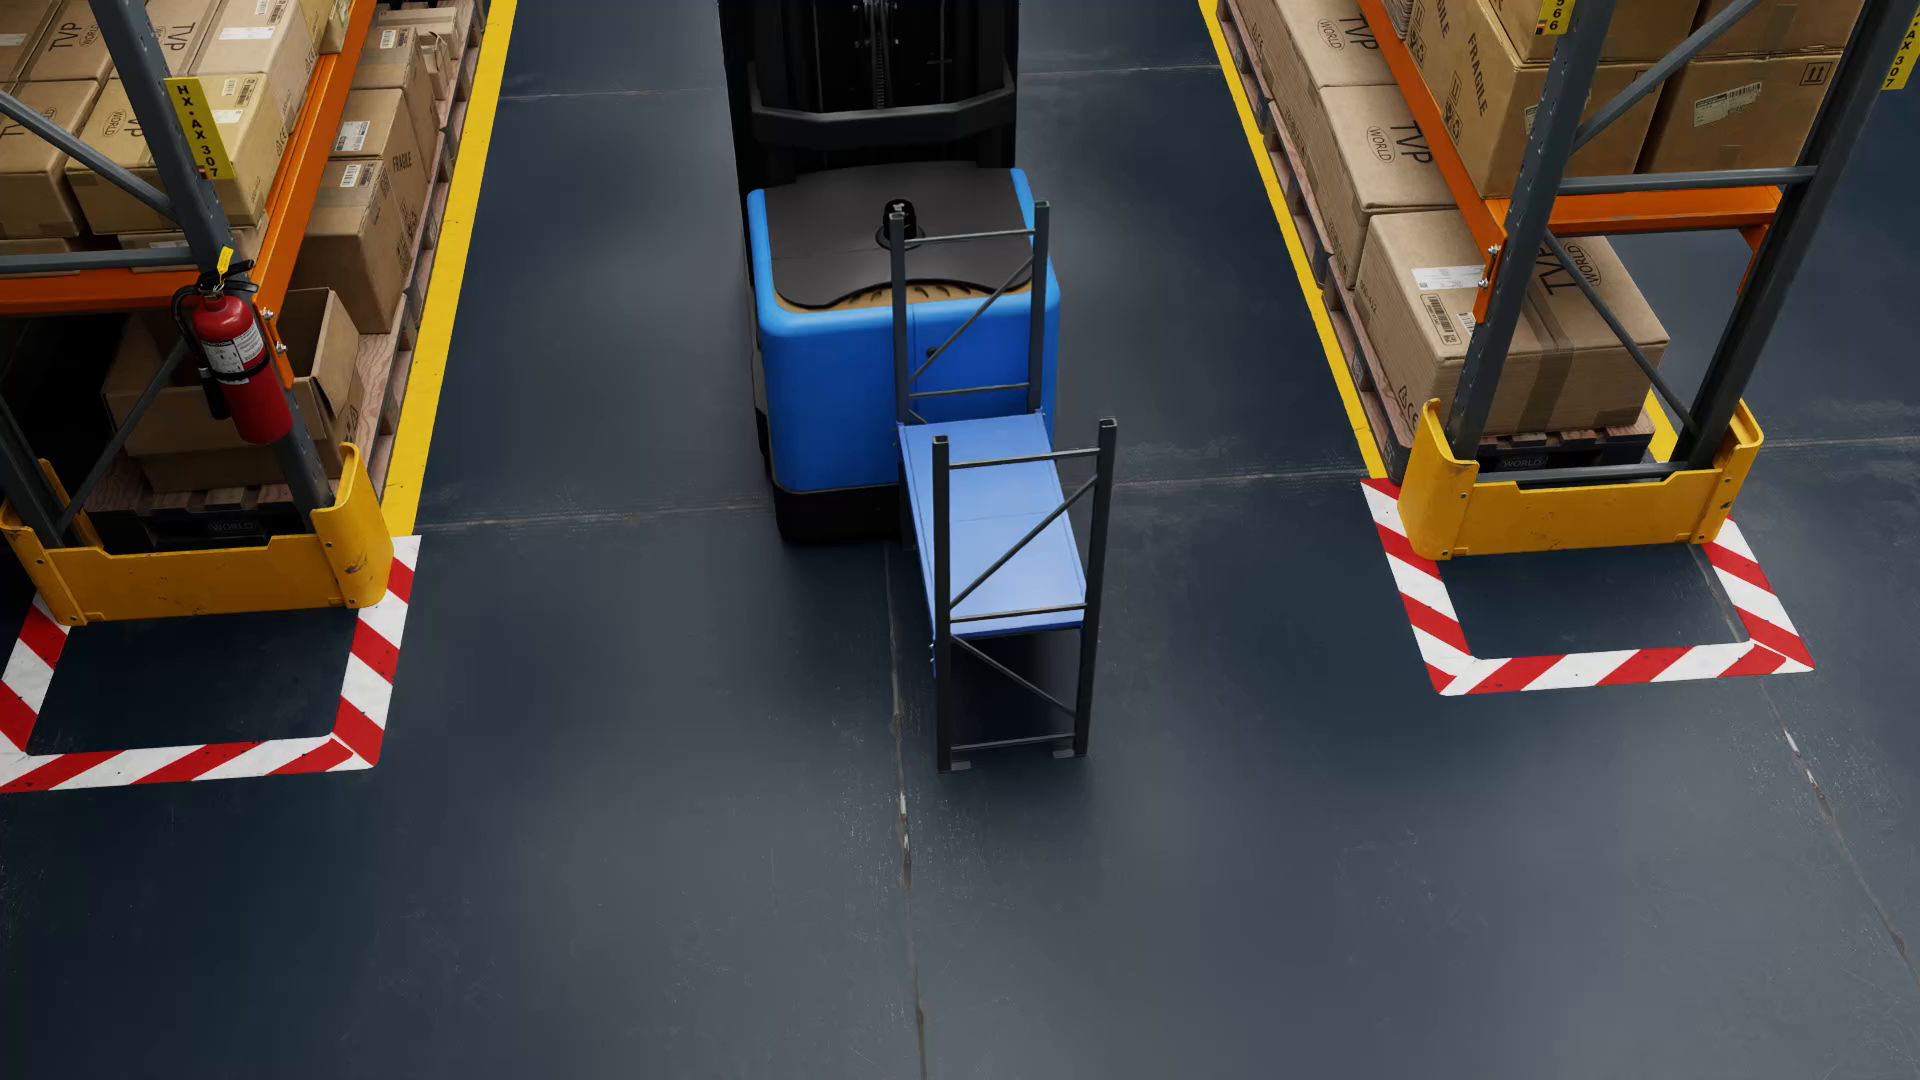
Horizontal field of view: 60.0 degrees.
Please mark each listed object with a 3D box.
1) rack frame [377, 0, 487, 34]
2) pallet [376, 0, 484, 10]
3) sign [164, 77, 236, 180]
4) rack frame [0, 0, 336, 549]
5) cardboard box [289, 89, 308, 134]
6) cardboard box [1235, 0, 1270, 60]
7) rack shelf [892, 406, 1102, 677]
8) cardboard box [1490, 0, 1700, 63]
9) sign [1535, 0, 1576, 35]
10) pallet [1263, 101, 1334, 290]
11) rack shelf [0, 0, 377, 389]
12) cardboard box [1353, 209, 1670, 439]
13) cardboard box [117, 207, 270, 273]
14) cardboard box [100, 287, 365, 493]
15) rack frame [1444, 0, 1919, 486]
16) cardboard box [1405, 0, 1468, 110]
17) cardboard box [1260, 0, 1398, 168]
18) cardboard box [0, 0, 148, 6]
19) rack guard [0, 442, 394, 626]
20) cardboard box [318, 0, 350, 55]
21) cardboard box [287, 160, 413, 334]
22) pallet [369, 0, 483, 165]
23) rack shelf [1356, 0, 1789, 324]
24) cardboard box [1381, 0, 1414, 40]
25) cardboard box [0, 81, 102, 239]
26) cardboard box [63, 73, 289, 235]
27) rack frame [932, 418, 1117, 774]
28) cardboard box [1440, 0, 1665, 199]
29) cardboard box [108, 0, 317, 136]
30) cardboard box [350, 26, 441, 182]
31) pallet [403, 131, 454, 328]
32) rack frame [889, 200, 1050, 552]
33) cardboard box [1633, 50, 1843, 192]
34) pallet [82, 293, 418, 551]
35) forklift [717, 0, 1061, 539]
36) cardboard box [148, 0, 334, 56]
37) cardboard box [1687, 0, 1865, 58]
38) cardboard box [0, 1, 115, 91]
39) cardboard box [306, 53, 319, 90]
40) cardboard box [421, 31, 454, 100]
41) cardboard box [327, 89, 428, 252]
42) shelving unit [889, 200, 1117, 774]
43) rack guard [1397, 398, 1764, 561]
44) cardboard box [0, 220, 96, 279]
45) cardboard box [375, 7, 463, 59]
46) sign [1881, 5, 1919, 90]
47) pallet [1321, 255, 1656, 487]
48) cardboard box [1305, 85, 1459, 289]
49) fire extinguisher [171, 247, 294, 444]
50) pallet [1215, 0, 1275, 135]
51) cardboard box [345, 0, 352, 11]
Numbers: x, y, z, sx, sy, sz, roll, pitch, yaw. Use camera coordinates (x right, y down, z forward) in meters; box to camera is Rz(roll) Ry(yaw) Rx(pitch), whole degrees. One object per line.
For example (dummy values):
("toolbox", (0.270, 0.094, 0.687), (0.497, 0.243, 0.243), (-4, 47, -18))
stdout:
("rack frame", (-3.017, -3.718, 7.705), (1.000, 3.000, 0.127), (-3, 47, -3))
("pallet", (-3.123, -3.345, 9.273), (1.003, 0.211, 1.213), (-3, 47, -3))
("sign", (-2.141, -1.155, 4.681), (0.100, 0.325, 0.005), (-3, 47, -3))
("rack frame", (-2.682, -0.824, 4.964), (1.000, 3.000, 0.127), (-3, 47, -3))
("cardboard box", (-2.520, -1.548, 5.823), (0.380, 0.149, 0.250), (-2, 47, -2))
("cardboard box", (1.875, -2.825, 8.335), (0.875, 0.438, 0.875), (-4, 47, -4))
("rack shelf", (0.102, -0.019, 5.483), (0.538, 0.185, 1.000), (-6, 47, -6))
("cardboard box", (1.986, -1.841, 5.170), (0.500, 0.500, 0.500), (-2, 47, -2))
("sign", (1.722, -1.585, 4.725), (0.100, 0.325, 0.005), (-3, 47, -3))
("pallet", (2.020, -1.624, 7.643), (1.003, 0.211, 1.213), (-3, 47, -3))
("rack shelf", (-2.850, -2.024, 6.596), (1.077, 0.370, 4.000), (-3, 47, -3))
("cardboard box", (2.109, -0.863, 6.477), (0.875, 0.438, 0.875), (-5, 47, -5))
("cardboard box", (-2.436, -0.992, 5.297), (0.380, 0.149, 0.250), (-4, 47, -4))
("cardboard box", (-2.639, -0.558, 6.143), (0.797, 0.503, 0.637), (-5, 47, -5))
("rack frame", (2.264, -1.128, 5.253), (1.000, 3.000, 0.127), (-3, 47, -3))
("cardboard box", (1.933, -1.860, 5.876), (0.500, 0.500, 0.500), (-4, 47, -4))
("cardboard box", (1.950, -2.177, 7.721), (0.875, 0.438, 0.875), (-5, 47, -4))
("cardboard box", (-3.064, -1.923, 5.904), (0.500, 0.250, 0.500), (-2, 47, -2))
("rack guard", (-2.688, -0.019, 5.924), (1.175, 0.500, 0.348), (-3, 47, -3))
("cardboard box", (-2.495, -1.927, 6.182), (0.380, 0.149, 0.250), (-5, 47, -4))
("cardboard box", (-2.672, -1.178, 6.732), (0.700, 0.500, 0.500), (-2, 47, -2))
("pallet", (-2.960, -2.262, 8.247), (1.003, 0.211, 1.213), (-3, 47, -3))
("rack shelf", (2.096, -2.328, 6.884), (1.077, 0.370, 4.000), (-3, 47, -3))
("cardboard box", (1.880, -2.231, 6.228), (0.500, 0.500, 0.500), (-2, 47, -2))
("cardboard box", (-2.985, -1.191, 5.211), (0.500, 0.250, 0.500), (-2, 47, -2))
("cardboard box", (-2.452, -1.219, 5.237), (0.500, 0.250, 0.500), (-3, 47, -3))
("rack frame", (0.174, 0.223, 5.006), (0.500, 1.500, 0.032), (-6, 47, -6))
("cardboard box", (1.960, -1.496, 5.532), (0.500, 0.500, 0.500), (-3, 47, -3))
("cardboard box", (-2.494, -1.584, 5.583), (0.500, 0.250, 0.500), (-3, 47, -3))
("cardboard box", (-2.759, -1.929, 7.443), (0.700, 0.500, 0.500), (-5, 47, -5))
("pallet", (-2.855, -1.377, 7.409), (1.003, 0.211, 1.213), (-3, 47, -3))
("rack frame", (0.030, -0.508, 5.698), (0.500, 1.500, 0.032), (-6, 47, -6))
("cardboard box", (2.510, -1.527, 5.562), (0.500, 0.500, 0.500), (-4, 47, -4))
("pallet", (-2.756, -0.497, 6.575), (1.003, 0.211, 1.213), (-3, 47, -3))
("forklift", (-0.364, -2.092, 6.213), (1.130, 2.935, 3.031), (-6, 47, -6))
("cardboard box", (-2.540, -1.951, 5.930), (0.500, 0.250, 0.500), (-4, 47, -4))
("cardboard box", (2.507, -1.871, 5.199), (0.500, 0.500, 0.500), (-4, 47, -4))
("cardboard box", (-3.027, -1.564, 5.564), (0.500, 0.250, 0.500), (-3, 47, -3))
("cardboard box", (-2.548, -1.740, 6.005), (0.380, 0.149, 0.250), (-3, 47, -3))
("cardboard box", (-2.648, -2.279, 7.936), (0.396, 0.266, 0.258), (-2, 47, -2))
("cardboard box", (-2.616, -1.566, 7.100), (0.500, 0.500, 0.500), (-3, 47, -3))
("shelving unit", (0.102, -0.142, 5.352), (0.538, 1.500, 1.048), (-6, 47, -6))
("rack guard", (2.266, -0.251, 6.144), (1.175, 0.500, 0.348), (-3, 47, -3))
("cardboard box", (-2.977, -0.961, 5.267), (0.380, 0.149, 0.250), (-4, 47, -4))
("cardboard box", (-2.678, -2.497, 8.223), (0.380, 0.149, 0.250), (-5, 47, -4))
("sign", (2.817, -1.483, 4.937), (0.100, 0.325, 0.005), (-3, 47, -3))
("pallet", (2.119, -0.743, 6.808), (1.003, 0.211, 1.213), (-3, 47, -3))
("cardboard box", (2.024, -1.525, 7.104), (0.875, 0.438, 0.875), (-2, 47, -2))
("fire extinguisher", (-2.209, -0.591, 5.054), (0.296, 0.674, 0.183), (-3, 47, -3))
("pallet", (1.915, -2.509, 8.480), (1.003, 0.211, 1.213), (-3, 47, -3))
("cardboard box", (-2.537, -2.116, 6.361), (0.380, 0.149, 0.250), (-3, 47, -2))
